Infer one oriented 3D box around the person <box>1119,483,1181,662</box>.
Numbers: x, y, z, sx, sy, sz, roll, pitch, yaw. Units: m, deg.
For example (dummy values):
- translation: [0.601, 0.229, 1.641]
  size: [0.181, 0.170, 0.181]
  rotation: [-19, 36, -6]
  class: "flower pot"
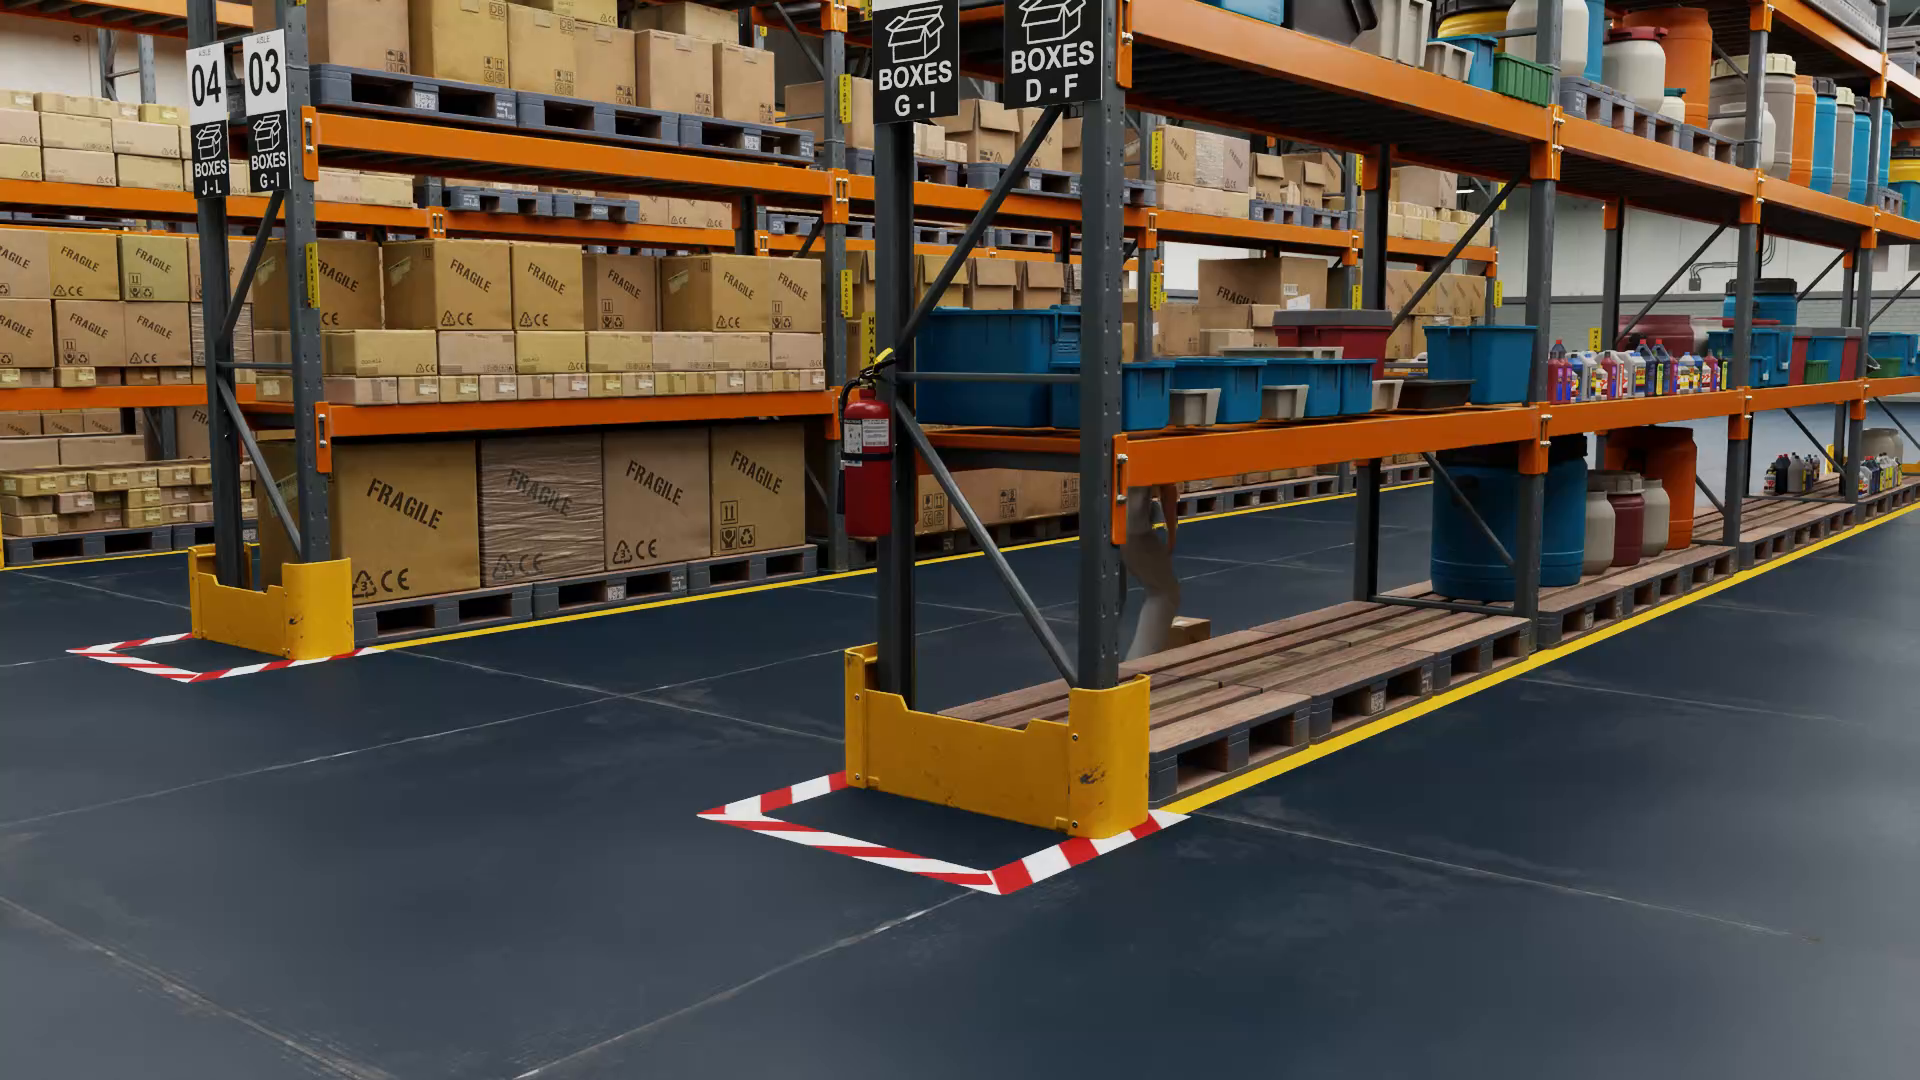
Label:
- translation: [0.792, -0.045, 7.937]
  size: [0.486, 1.493, 0.554]
  rotation: [6, 9, 39]
  class: "person"
